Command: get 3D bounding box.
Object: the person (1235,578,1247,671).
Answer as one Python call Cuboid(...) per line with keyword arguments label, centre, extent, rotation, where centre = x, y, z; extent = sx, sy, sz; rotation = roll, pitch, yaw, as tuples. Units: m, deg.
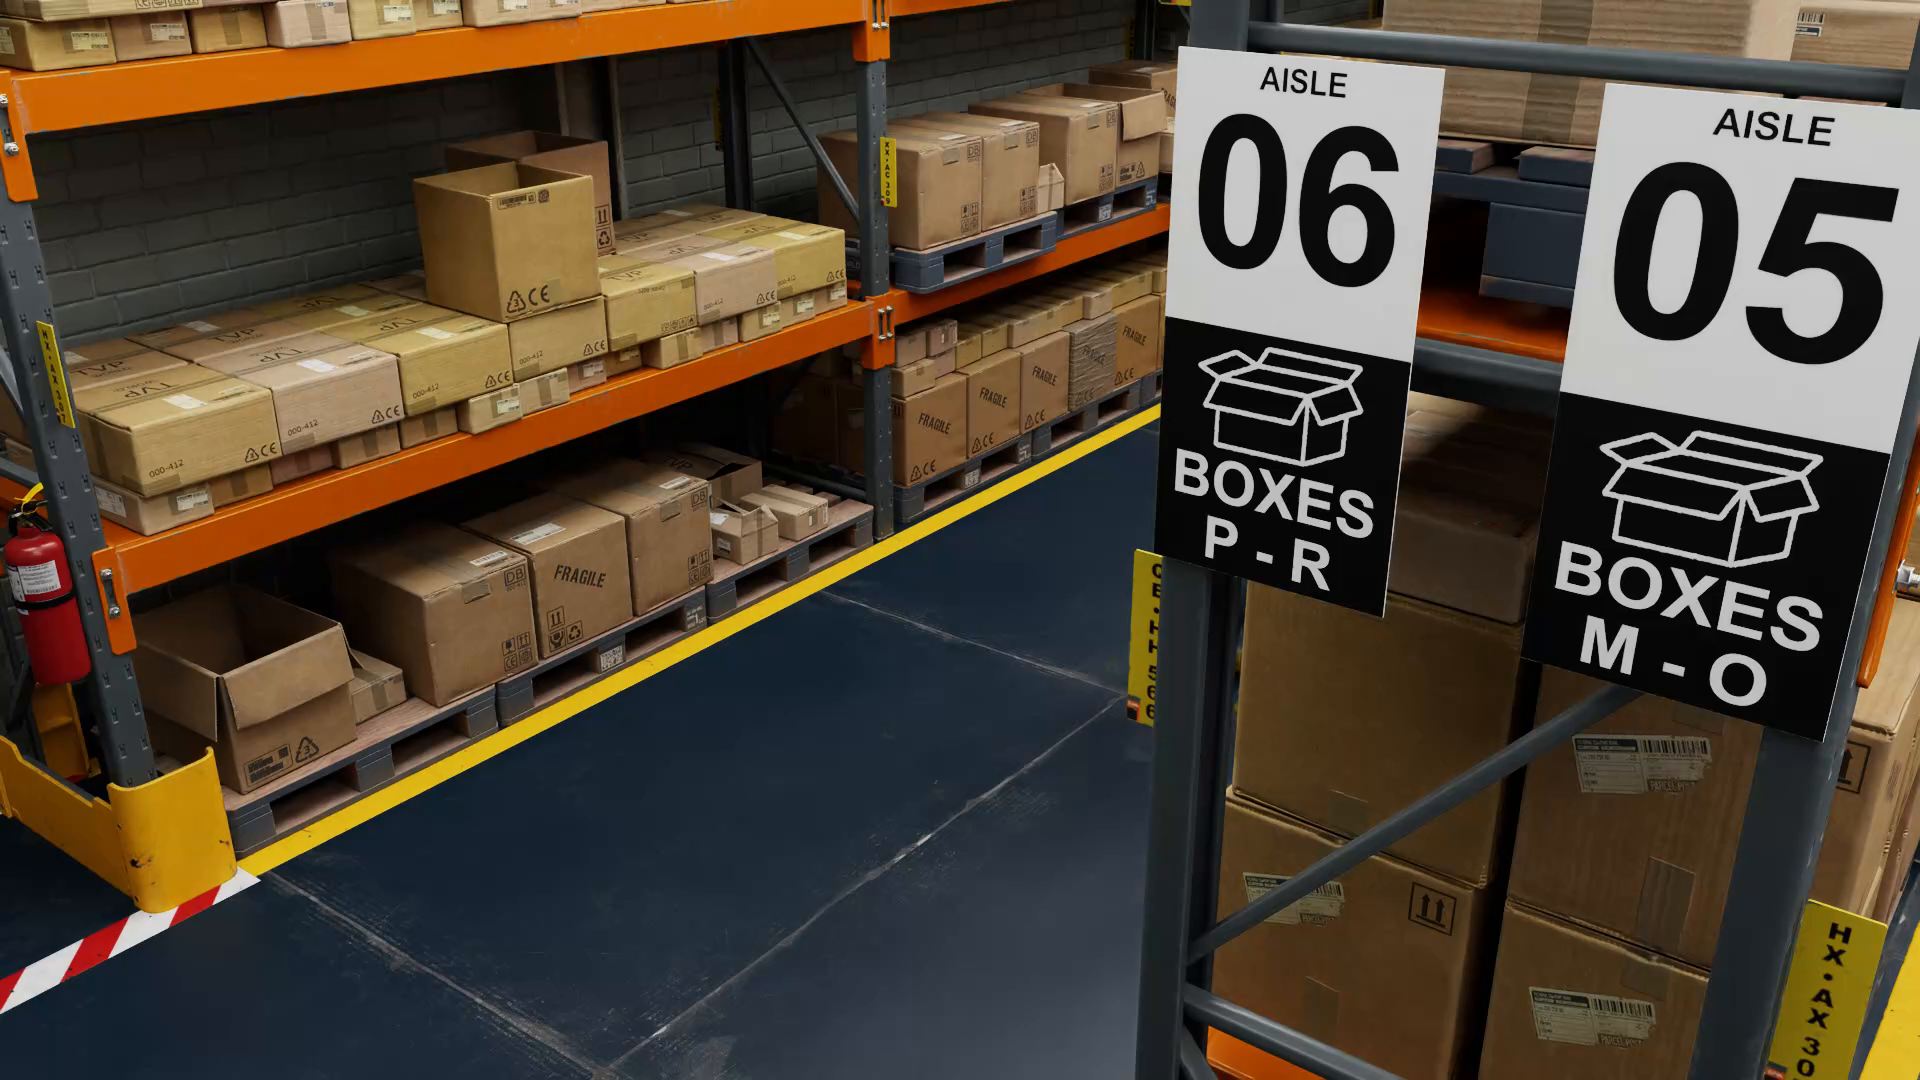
Cuboid(label="person", centre=(1.377, -0.099, 6.780), extent=(0.844, 1.730, 0.675), rotation=(10, 25, 21))
